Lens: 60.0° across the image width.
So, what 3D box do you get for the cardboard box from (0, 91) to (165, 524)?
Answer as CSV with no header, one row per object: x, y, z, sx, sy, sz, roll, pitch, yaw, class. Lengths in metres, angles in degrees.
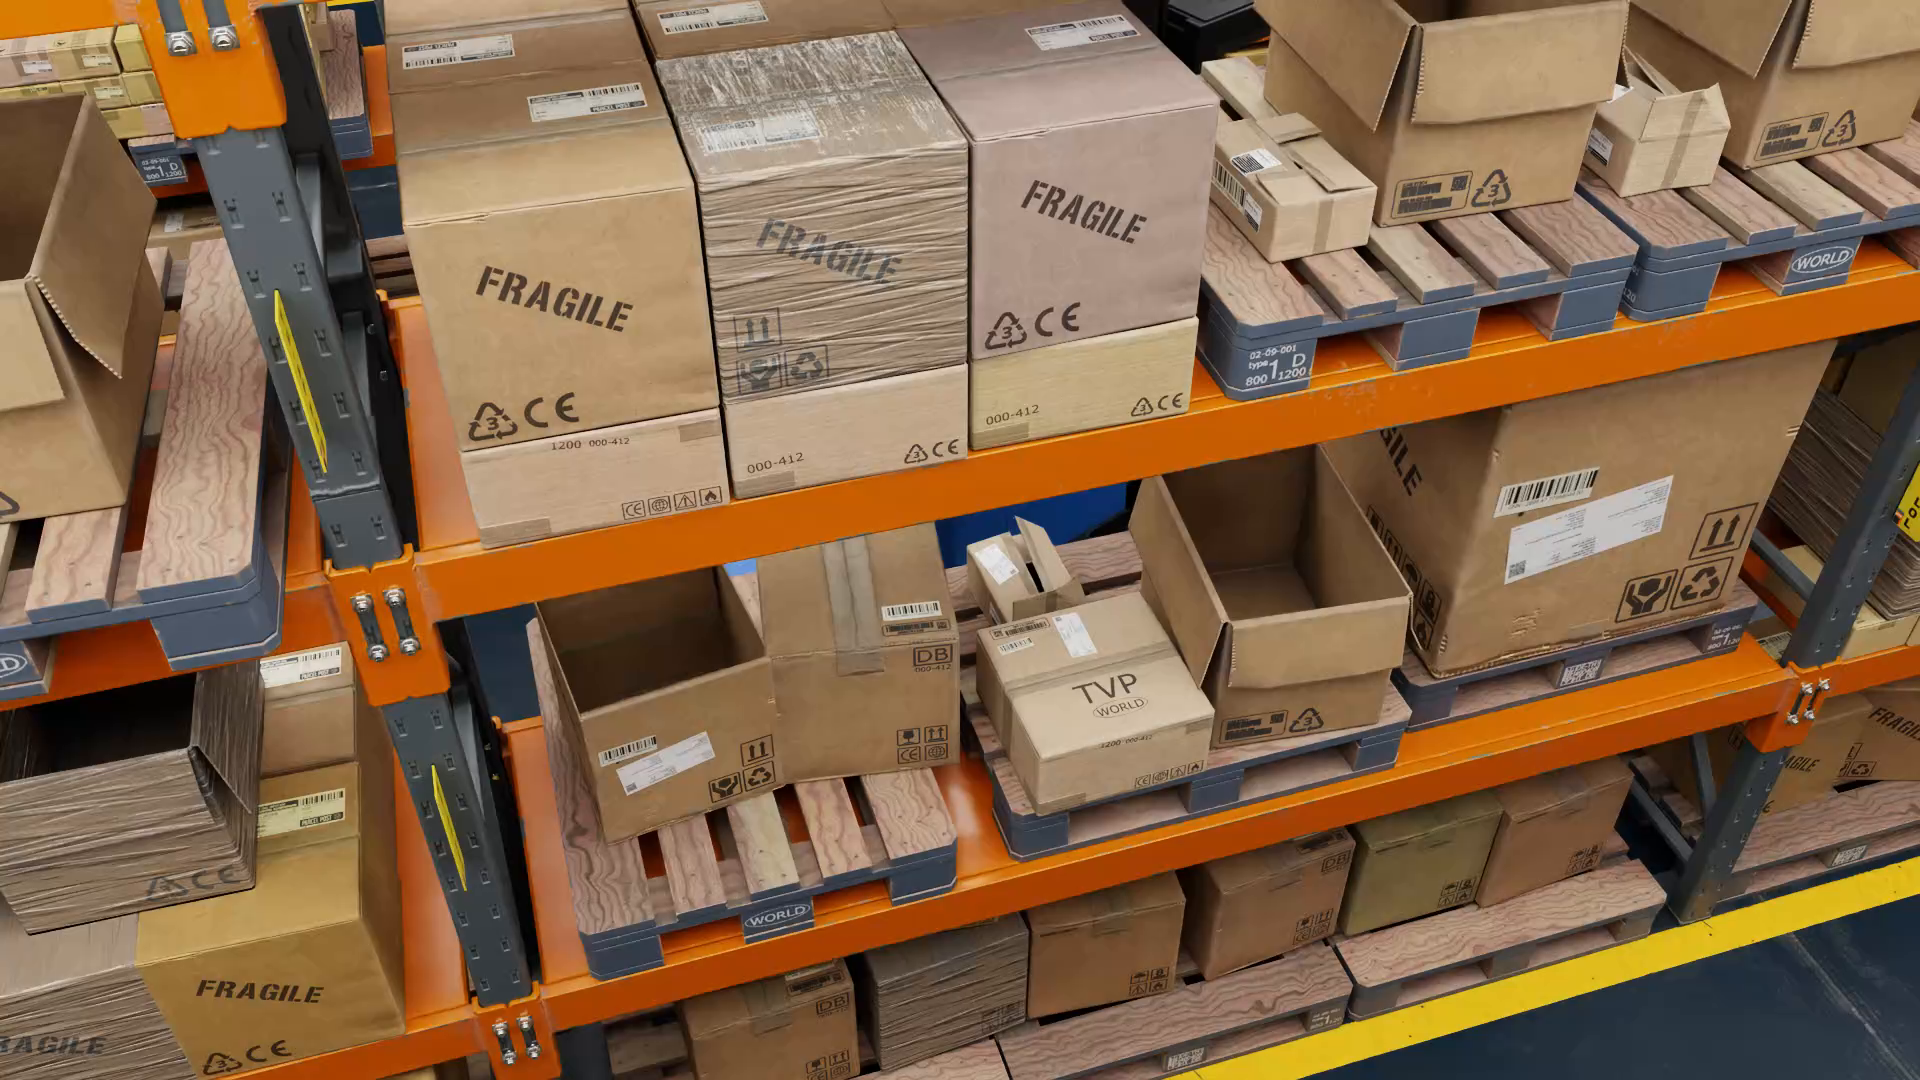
-1.866,-0.429,3.133,0.637,0.503,0.797,-9,42,-11,cardboard box

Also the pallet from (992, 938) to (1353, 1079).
0.601,1.390,5.848,1.213,0.211,1.003,-12,42,-13,pallet

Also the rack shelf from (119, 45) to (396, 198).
-4.607,-1.734,7.852,4.000,0.370,1.077,-12,42,-13,rack shelf

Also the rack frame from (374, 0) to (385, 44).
-2.700,-2.401,8.067,0.127,3.000,1.000,-12,42,-13,rack frame

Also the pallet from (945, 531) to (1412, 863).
0.570,0.387,5.022,1.213,0.211,1.003,-12,42,-13,pallet

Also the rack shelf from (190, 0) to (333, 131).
0.601,-1.501,3.329,4.000,0.370,1.077,-12,42,-13,rack shelf

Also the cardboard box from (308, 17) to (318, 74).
-3.034,-2.193,7.475,0.250,0.149,0.380,-11,42,-12,cardboard box

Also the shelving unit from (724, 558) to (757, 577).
-0.883,-0.028,6.492,1.048,1.500,0.538,-14,43,-15,shelving unit

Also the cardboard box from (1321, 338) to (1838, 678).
1.709,-0.373,4.972,1.000,1.000,1.000,-11,42,-13,cardboard box

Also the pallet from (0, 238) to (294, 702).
-1.904,-0.166,3.373,1.003,0.211,1.213,-10,42,-11,pallet

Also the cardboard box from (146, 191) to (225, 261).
-3.752,-1.493,8.040,0.500,0.250,0.500,-11,42,-12,cardboard box

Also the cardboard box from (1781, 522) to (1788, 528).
2.867,-0.234,5.779,0.250,0.149,0.380,-12,42,-13,cardboard box

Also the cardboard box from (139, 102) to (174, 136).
-3.515,-1.979,7.457,0.250,0.149,0.380,-11,42,-12,cardboard box

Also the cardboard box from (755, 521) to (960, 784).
-0.301,0.231,4.660,0.500,0.500,0.700,-6,41,-7,cardboard box

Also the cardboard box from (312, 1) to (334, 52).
-3.187,-2.502,8.056,0.250,0.149,0.380,-12,43,-14,cardboard box

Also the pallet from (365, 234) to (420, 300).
-3.446,-1.197,8.809,1.213,0.211,1.003,-12,42,-13,pallet

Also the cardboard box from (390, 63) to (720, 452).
-0.781,-0.555,3.219,0.500,0.500,0.500,-11,42,-13,cardboard box

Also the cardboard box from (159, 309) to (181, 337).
-3.745,-1.223,8.300,0.500,0.500,0.500,-10,42,-11,cardboard box

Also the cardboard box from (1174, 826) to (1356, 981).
0.923,1.018,5.720,0.500,0.500,0.700,-15,43,-17,cardboard box

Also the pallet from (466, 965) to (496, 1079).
-2.081,1.891,5.275,1.213,0.211,1.003,-12,42,-13,pallet

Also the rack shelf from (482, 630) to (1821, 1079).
0.601,0.608,5.171,4.000,0.370,1.077,-12,42,-13,rack shelf

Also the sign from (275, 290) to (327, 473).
-1.147,-0.272,2.898,0.005,0.325,0.100,-12,42,-13,sign

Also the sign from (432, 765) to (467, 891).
-1.136,0.644,3.703,0.005,0.325,0.100,-12,42,-13,sign

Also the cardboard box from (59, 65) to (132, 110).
-3.777,-2.036,7.296,0.250,0.149,0.380,-12,42,-13,cardboard box

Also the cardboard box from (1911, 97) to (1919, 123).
2.865,-1.386,4.740,0.500,0.250,0.500,-10,42,-11,cardboard box

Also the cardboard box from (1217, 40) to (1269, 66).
1.736,-2.629,9.625,0.875,0.875,0.875,-11,42,-12,cardboard box

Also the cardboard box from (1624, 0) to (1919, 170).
2.031,-1.354,4.192,0.637,0.503,0.797,-14,43,-15,cardboard box

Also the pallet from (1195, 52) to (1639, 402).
0.900,-0.855,4.162,1.003,0.211,1.213,-12,42,-13,pallet

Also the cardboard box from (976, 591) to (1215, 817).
0.361,0.444,4.607,0.500,0.250,0.500,-13,43,-14,cardboard box

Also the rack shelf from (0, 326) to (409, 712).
-3.214,0.269,3.279,4.000,0.370,1.077,-12,42,-13,rack shelf

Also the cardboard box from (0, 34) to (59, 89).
-4.005,-2.104,7.148,0.250,0.149,0.380,-12,42,-13,cardboard box

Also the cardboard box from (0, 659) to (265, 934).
-2.009,0.451,3.965,0.637,0.503,0.797,-10,42,-12,cardboard box

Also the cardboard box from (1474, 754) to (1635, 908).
1.917,0.825,5.941,0.500,0.500,0.700,-15,43,-16,cardboard box

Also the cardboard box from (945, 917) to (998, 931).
-0.173,0.963,5.213,0.500,0.250,0.500,-7,42,-8,cardboard box

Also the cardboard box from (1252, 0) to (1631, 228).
1.133,-1.168,3.979,0.637,0.503,0.797,-10,42,-11,cardboard box

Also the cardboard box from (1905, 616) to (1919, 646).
3.047,0.141,5.349,0.250,0.149,0.380,-12,42,-13,cardboard box

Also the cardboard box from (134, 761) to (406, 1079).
-1.703,0.947,4.159,0.500,0.500,0.500,-10,42,-12,cardboard box

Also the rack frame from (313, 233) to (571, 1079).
-1.306,0.732,4.482,0.127,3.000,1.000,-12,42,-13,rack frame

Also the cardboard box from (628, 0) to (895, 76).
-0.441,-0.983,3.709,0.500,0.500,0.500,-12,43,-13,cardboard box

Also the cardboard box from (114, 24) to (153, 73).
-3.520,-2.204,7.261,0.250,0.149,0.380,-10,42,-12,cardboard box

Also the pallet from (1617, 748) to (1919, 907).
3.139,0.837,6.481,1.213,0.211,1.003,-12,42,-13,pallet

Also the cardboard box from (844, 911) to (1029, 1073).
-0.148,1.245,5.460,0.500,0.500,0.700,-15,43,-17,cardboard box

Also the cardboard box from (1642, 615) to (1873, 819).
2.903,0.671,6.133,0.500,0.500,0.500,-13,43,-14,cardboard box

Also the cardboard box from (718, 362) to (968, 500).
-0.292,-0.375,3.583,0.500,0.250,0.500,-11,42,-12,cardboard box

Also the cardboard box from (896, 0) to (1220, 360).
0.182,-0.757,3.450,0.500,0.500,0.500,-13,43,-14,cardboard box

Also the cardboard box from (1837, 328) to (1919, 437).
3.015,-0.514,4.846,0.500,0.500,0.500,-12,42,-13,cardboard box

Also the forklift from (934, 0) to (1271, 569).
0.744,-1.454,7.037,3.031,2.935,1.130,-29,49,-29,forklift
